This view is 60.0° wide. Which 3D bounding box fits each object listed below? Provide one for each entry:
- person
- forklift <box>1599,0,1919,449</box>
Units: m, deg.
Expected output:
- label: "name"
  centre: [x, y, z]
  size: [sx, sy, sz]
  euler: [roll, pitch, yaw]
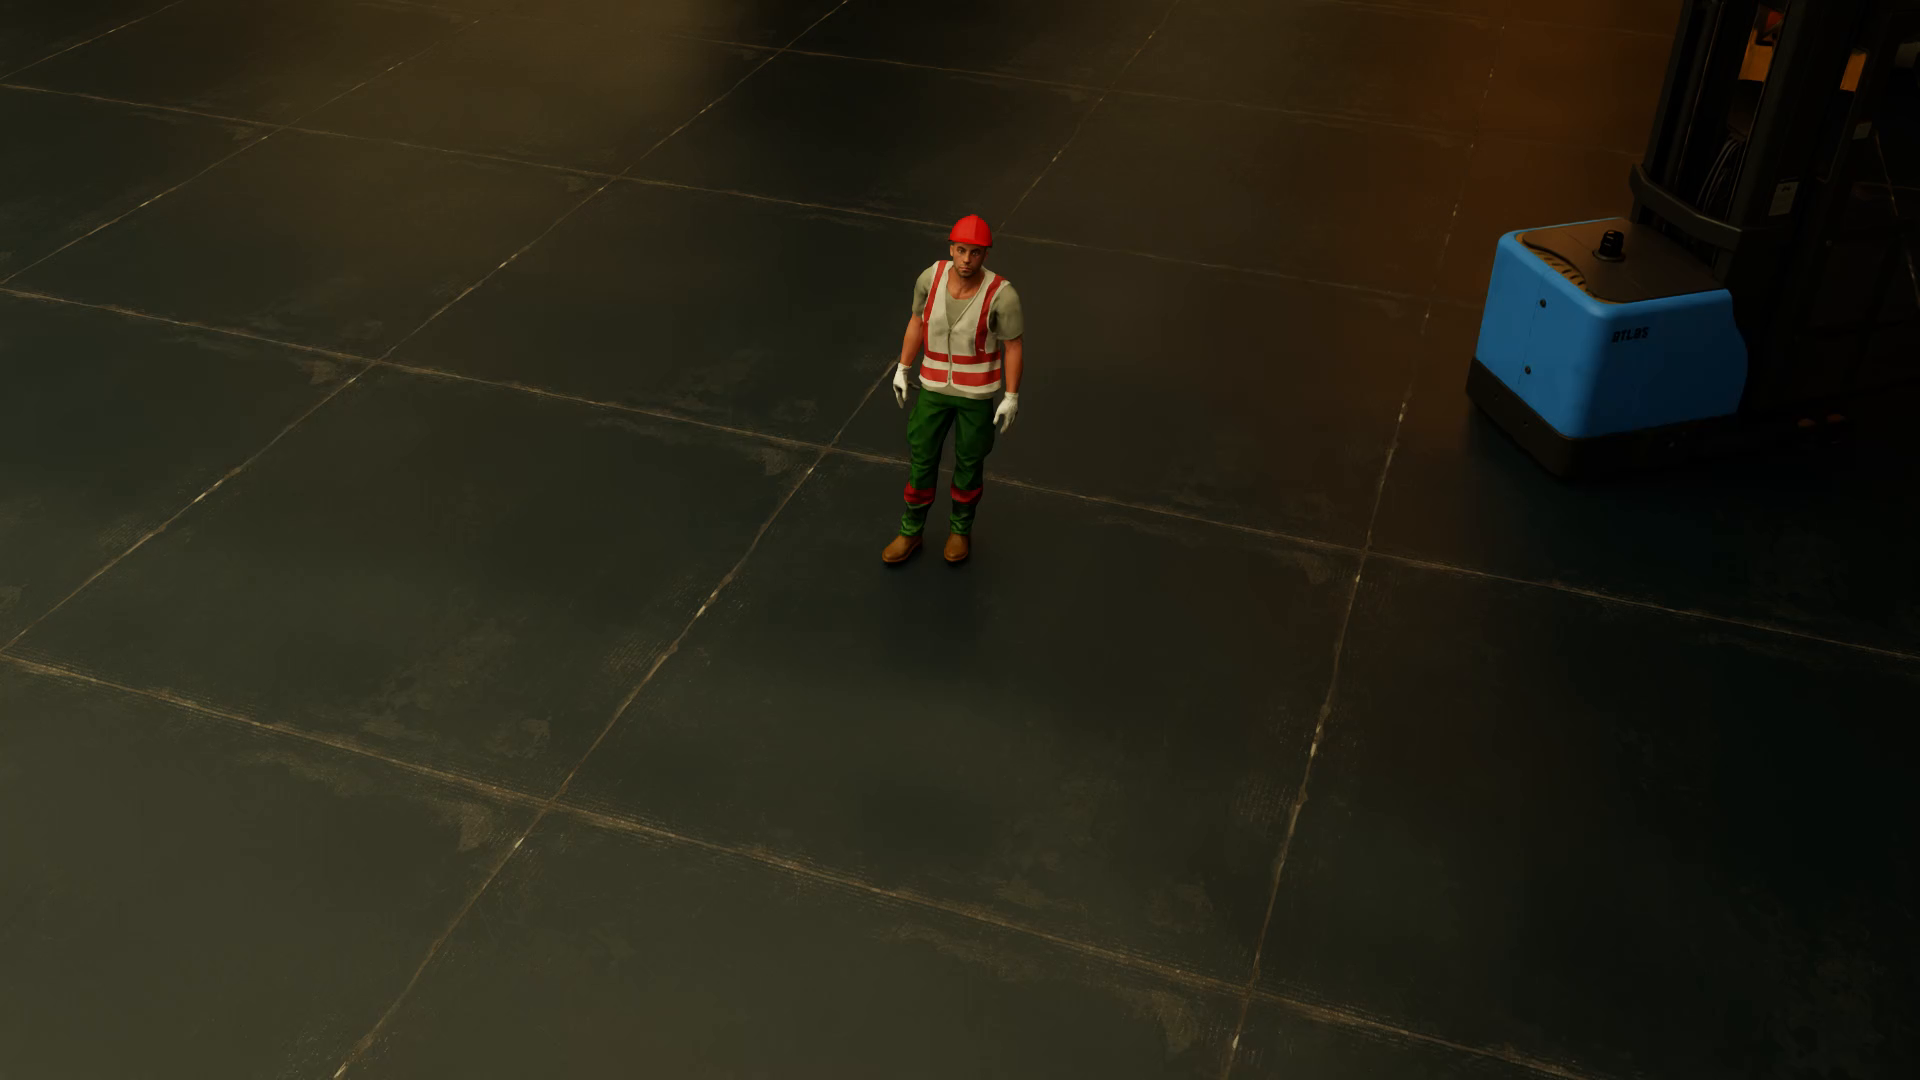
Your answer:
- label: "person"
  centre: [-0.014, -0.733, 8.117]
  size: [0.638, 1.689, 0.421]
  euler: [12, 37, 16]
- label: "forklift"
  centre: [4.537, -1.993, 8.922]
  size: [3.031, 2.935, 1.121]
  euler: [-10, 36, -13]
